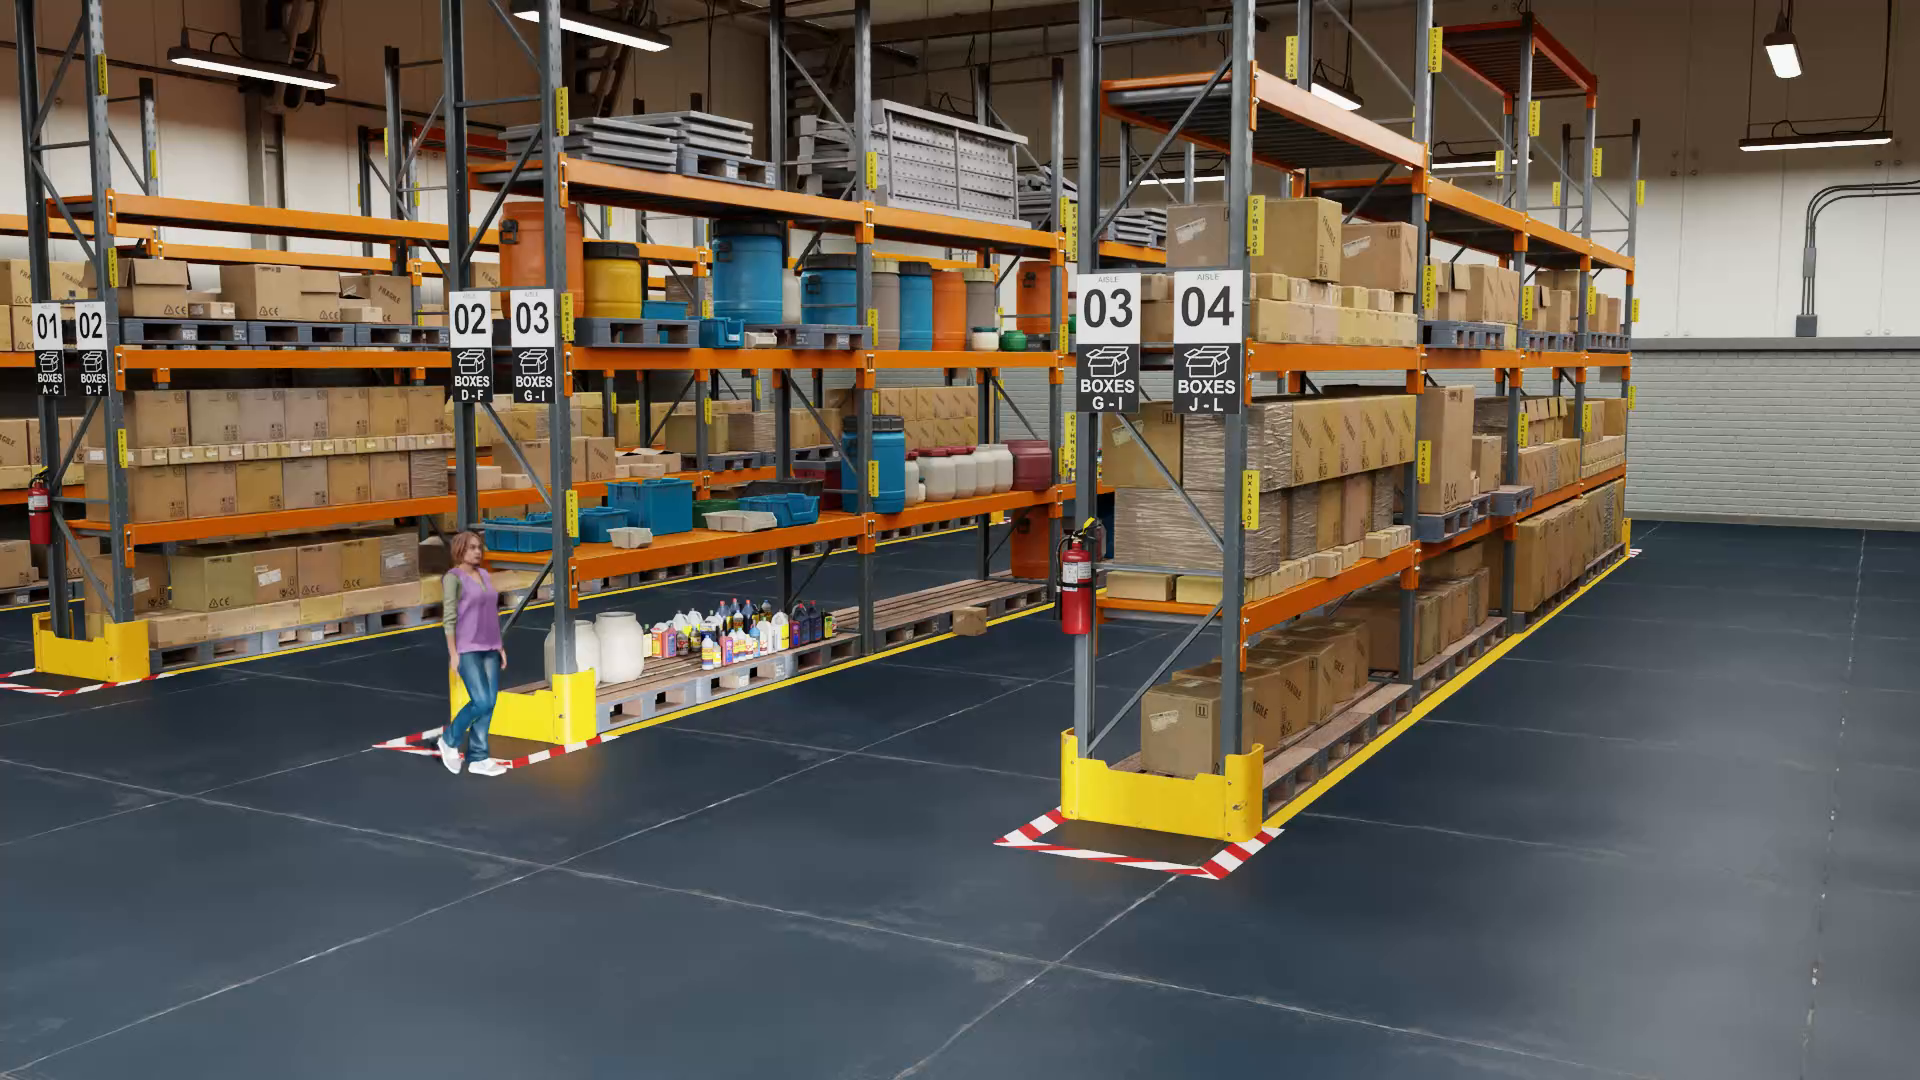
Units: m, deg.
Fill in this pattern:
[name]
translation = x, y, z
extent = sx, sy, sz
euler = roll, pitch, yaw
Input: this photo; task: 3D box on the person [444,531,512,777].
[person]
translation = -3.087, 0.735, 10.740
extent = 0.410, 1.590, 0.419
euler = 3, 7, 24
